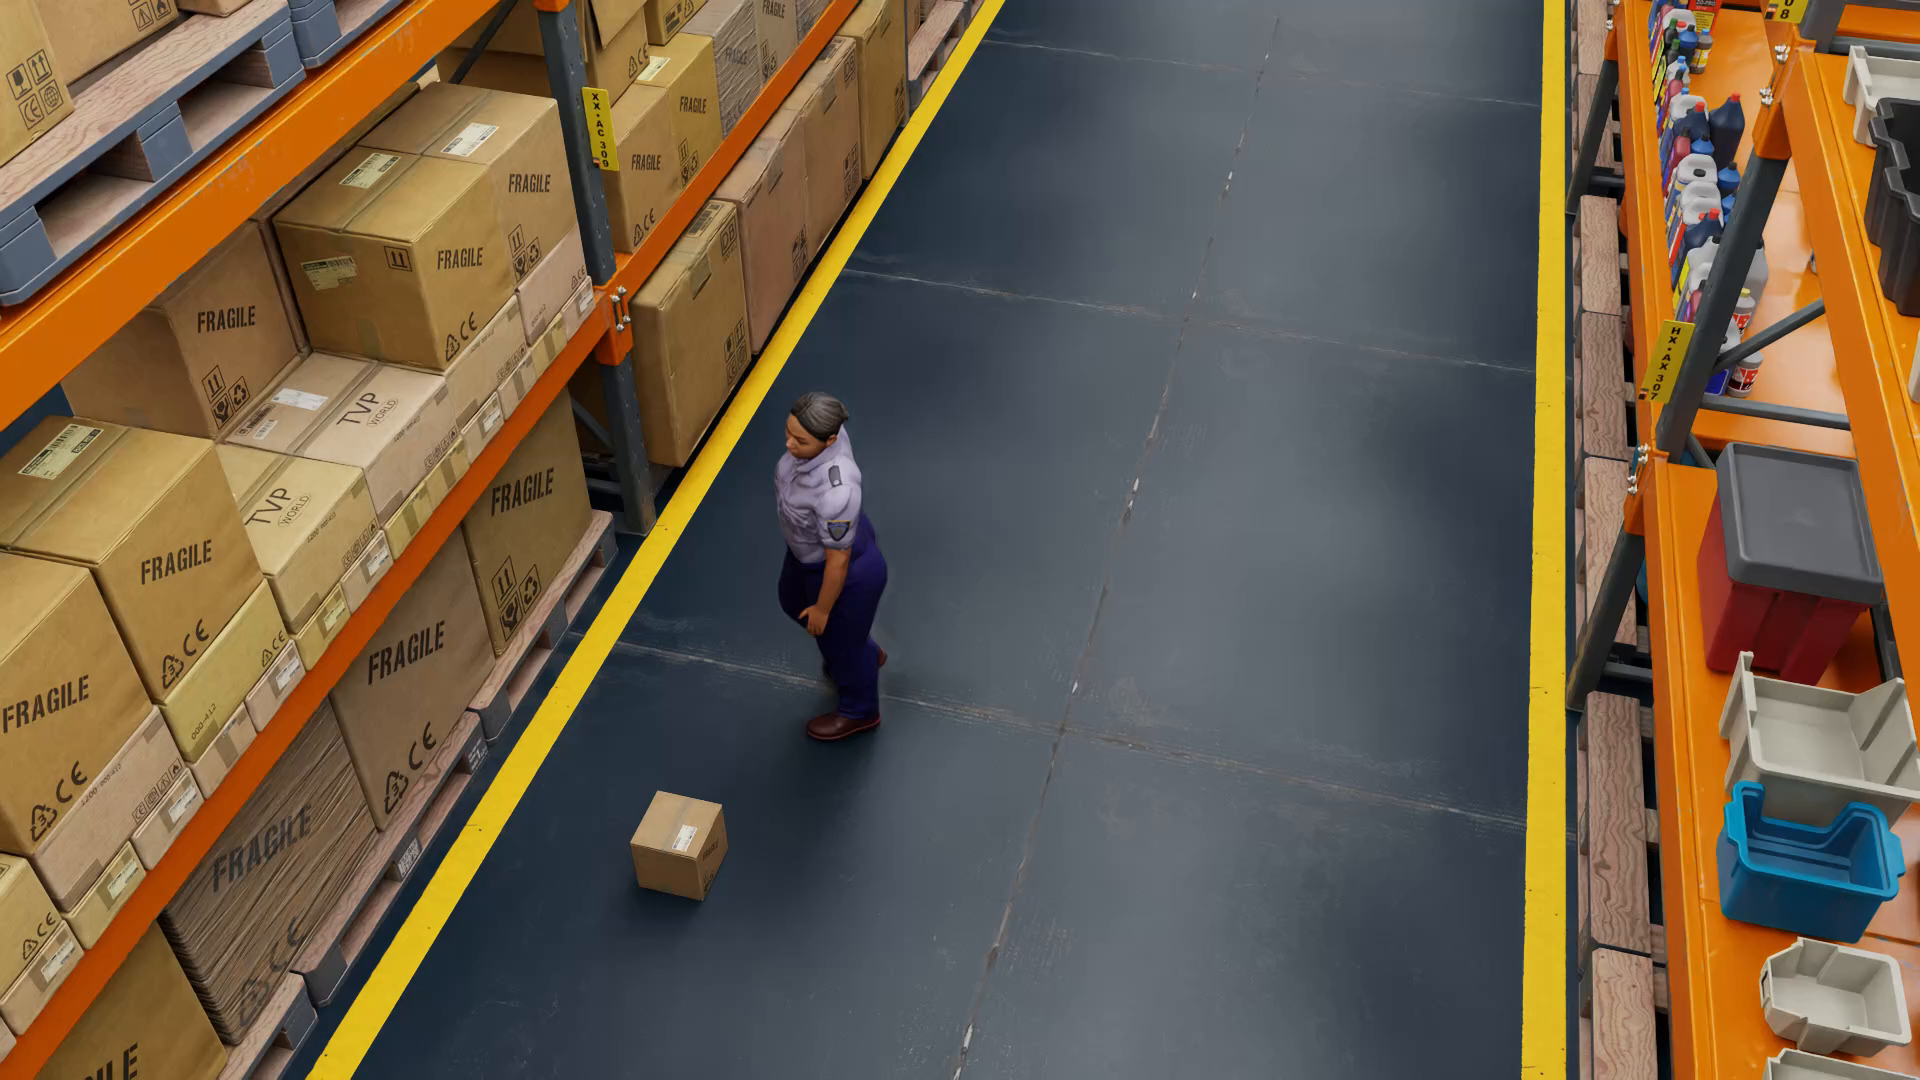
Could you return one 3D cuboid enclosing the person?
[{"bbox_3d":[-0.483,0.086,6.062,0.369,1.657,0.571,-10,42,-11],"label":"person"}]
